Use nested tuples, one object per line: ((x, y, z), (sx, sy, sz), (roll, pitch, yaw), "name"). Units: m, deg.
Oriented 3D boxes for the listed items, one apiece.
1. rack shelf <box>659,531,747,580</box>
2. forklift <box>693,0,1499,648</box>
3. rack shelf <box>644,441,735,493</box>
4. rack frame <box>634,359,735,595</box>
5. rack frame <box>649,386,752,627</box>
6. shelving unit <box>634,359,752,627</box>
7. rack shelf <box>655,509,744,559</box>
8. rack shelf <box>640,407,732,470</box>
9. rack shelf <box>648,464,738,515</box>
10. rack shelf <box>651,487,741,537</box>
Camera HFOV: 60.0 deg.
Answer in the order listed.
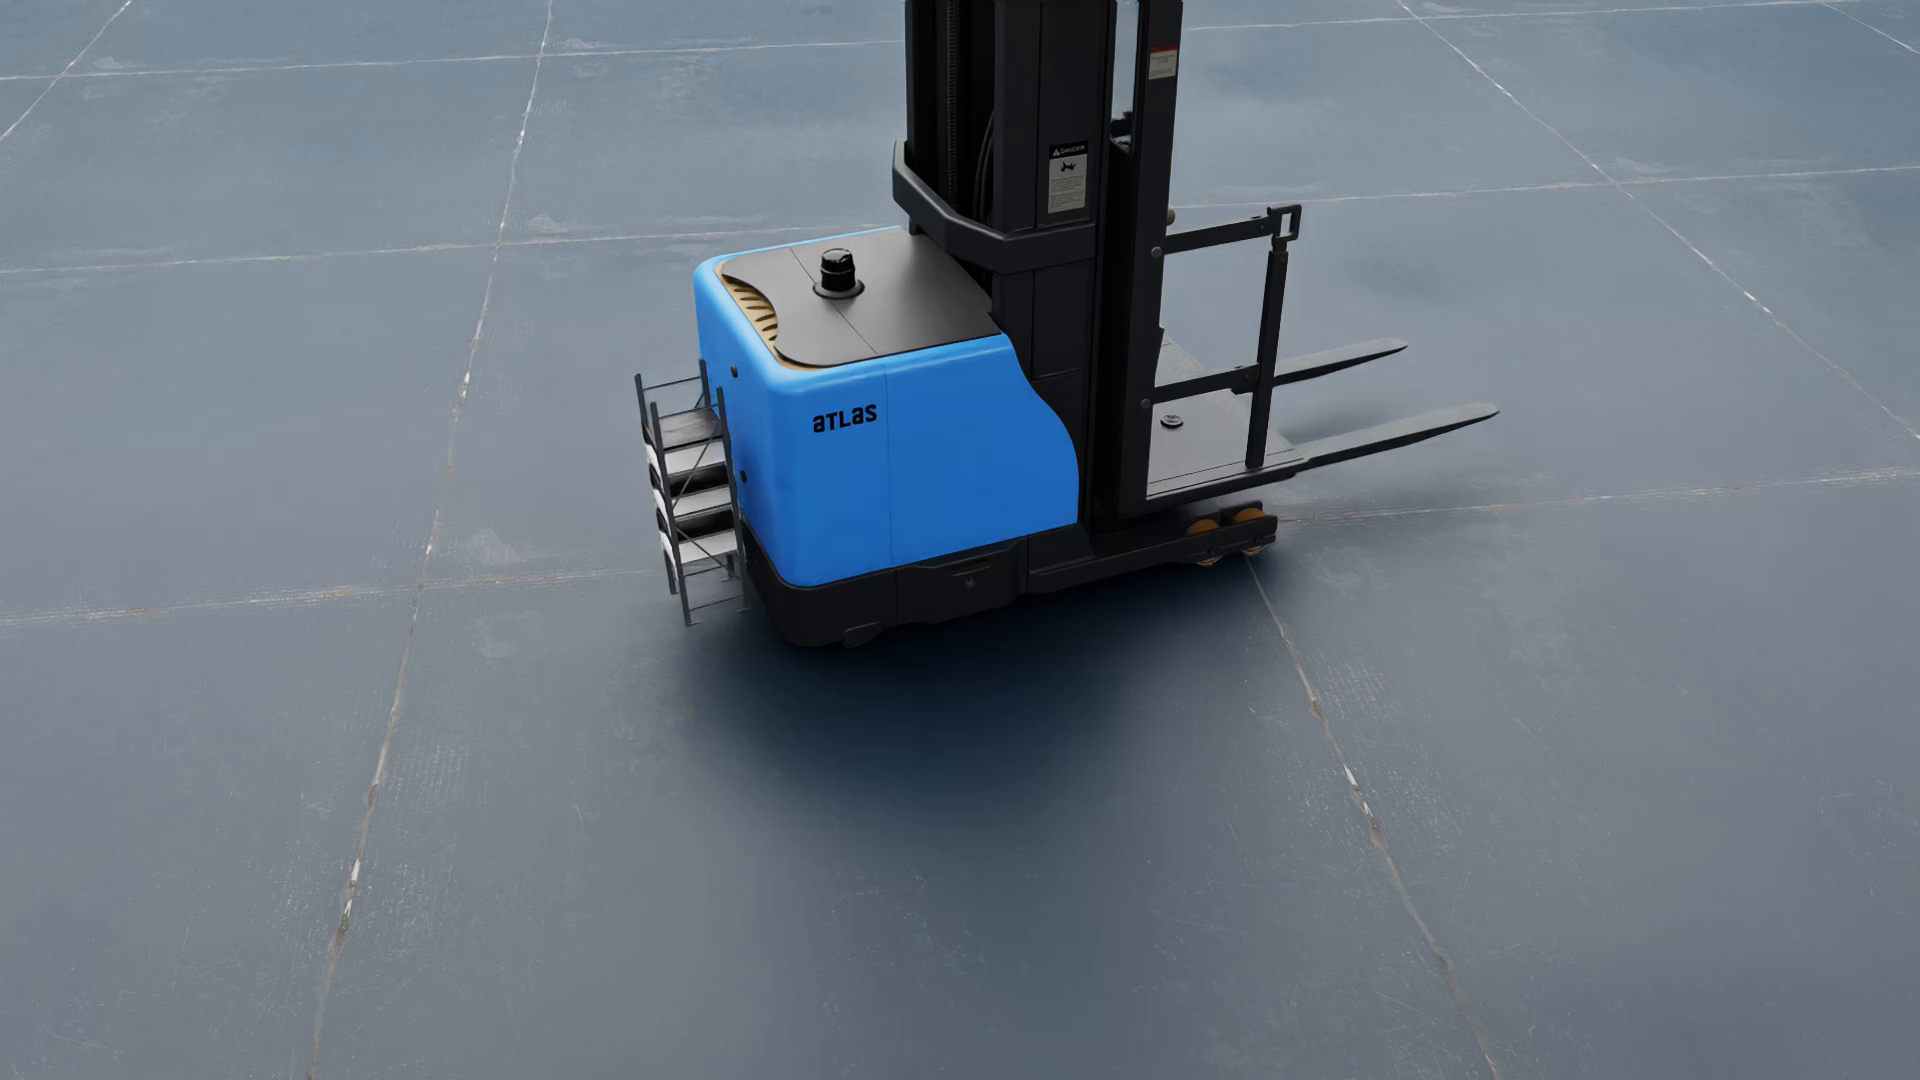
((-0.895, 0.025, 5.785), (0.258, 0.077, 0.200), (-15, 37, -18), "rack shelf")
((0.624, -1.379, 5.670), (3.031, 2.935, 1.130), (-14, 37, -19), "forklift")
((-0.907, -0.270, 5.578), (0.258, 0.077, 0.200), (-15, 37, -18), "rack shelf")
((-0.942, -0.203, 5.740), (0.240, 0.900, 0.006), (-15, 37, -18), "rack frame")
((-0.862, -0.097, 5.585), (0.240, 0.900, 0.006), (-15, 37, -18), "rack frame")
((-0.902, -0.150, 5.662), (0.258, 0.900, 0.210), (-15, 37, -18), "shelving unit")
((-0.898, -0.049, 5.733), (0.258, 0.077, 0.200), (-15, 37, -18), "rack shelf")
((-0.910, -0.344, 5.526), (0.258, 0.077, 0.200), (-15, 37, -18), "rack shelf")
((-0.904, -0.196, 5.630), (0.258, 0.077, 0.200), (-15, 37, -18), "rack shelf")
((-0.901, -0.123, 5.681), (0.258, 0.077, 0.200), (-15, 37, -18), "rack shelf")
